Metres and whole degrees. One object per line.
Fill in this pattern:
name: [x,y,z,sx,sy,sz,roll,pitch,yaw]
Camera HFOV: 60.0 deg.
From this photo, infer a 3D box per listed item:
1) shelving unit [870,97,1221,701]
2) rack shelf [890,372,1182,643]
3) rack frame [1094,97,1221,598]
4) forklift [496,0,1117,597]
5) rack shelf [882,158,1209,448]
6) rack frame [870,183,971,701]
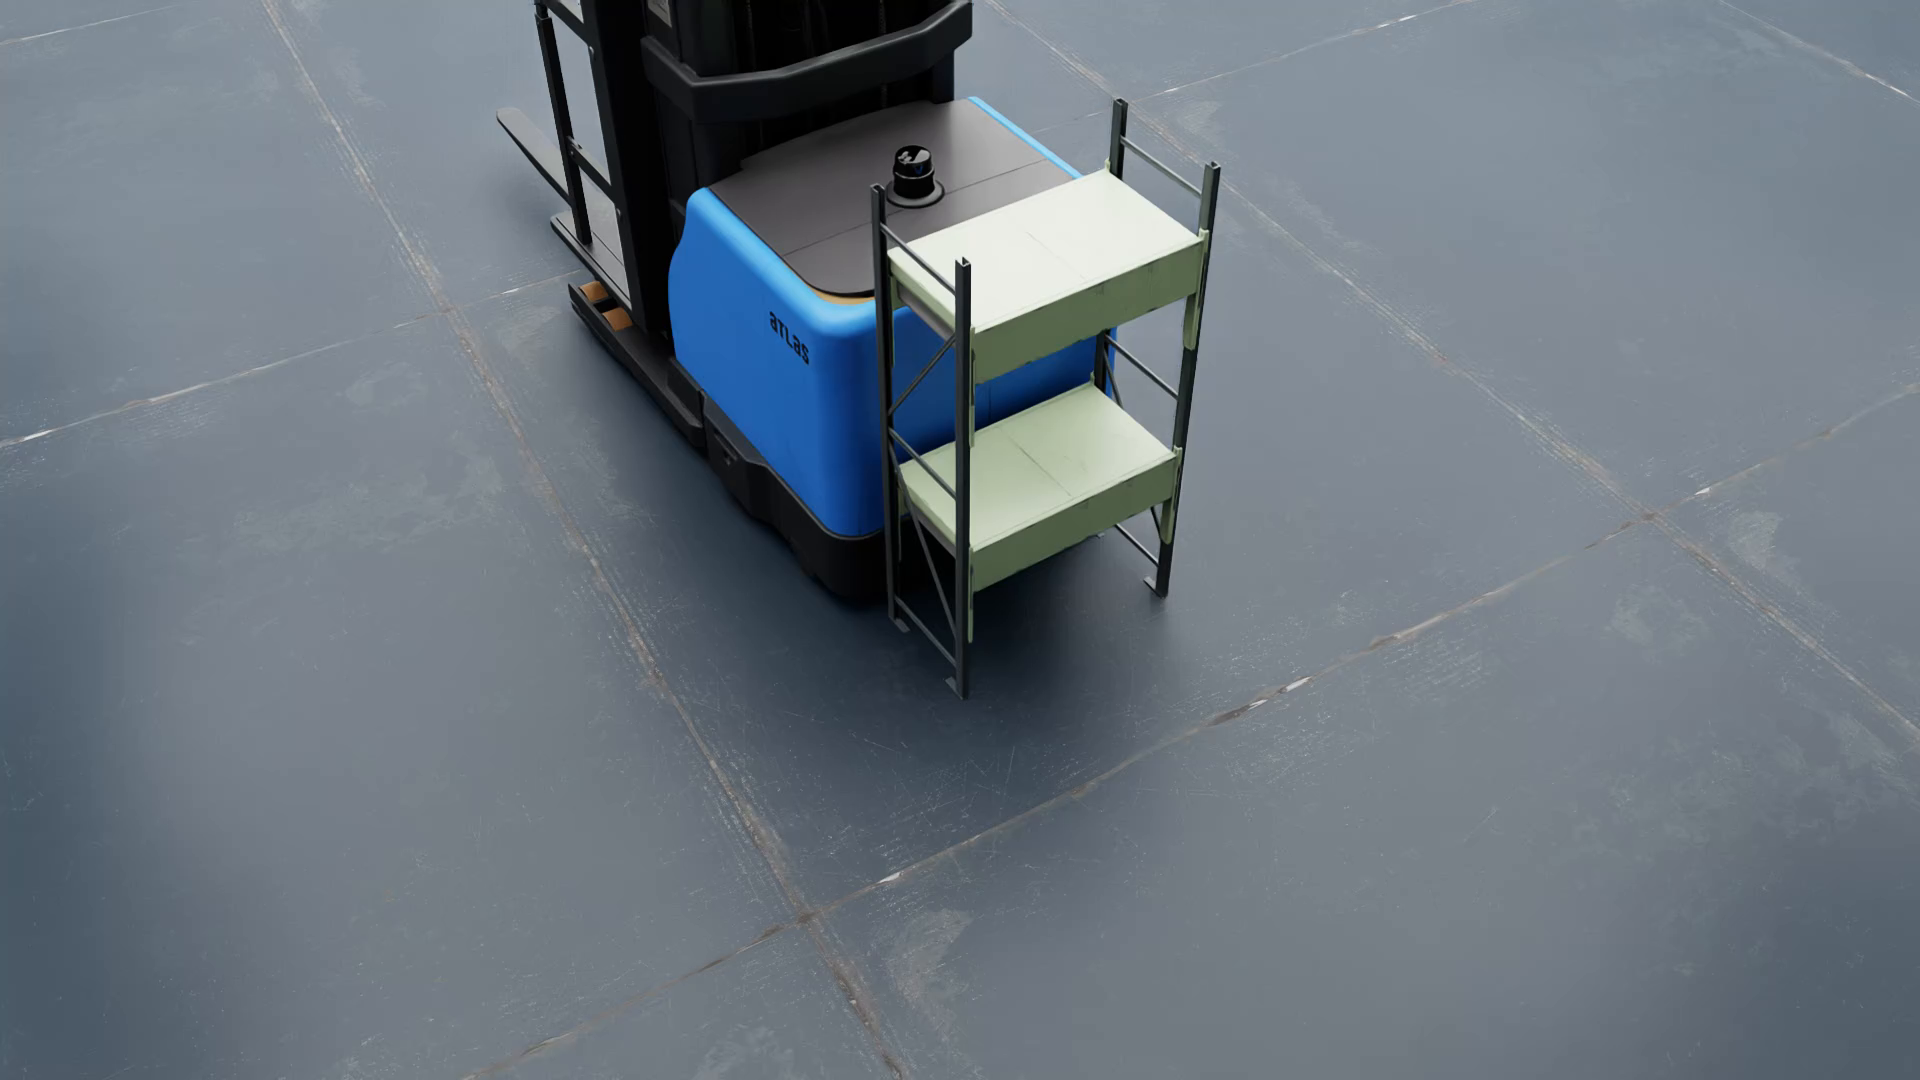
shelving unit: [0.209,-0.337,4.520,0.755,1.500,0.431,-25,50,-24]
rack shelf: [0.209,-0.104,4.748,0.720,0.370,0.431,-25,50,-24]
rack frame: [0.513,-0.480,4.667,0.023,1.500,0.400,-25,50,-24]
forklift: [-0.752,-1.879,5.082,1.130,2.935,3.031,-25,49,-24]
rack shelf: [0.209,-0.617,4.248,0.720,0.370,0.431,-25,50,-24]
rack frame: [-0.095,-0.195,4.374,0.023,1.500,0.400,-25,50,-24]
